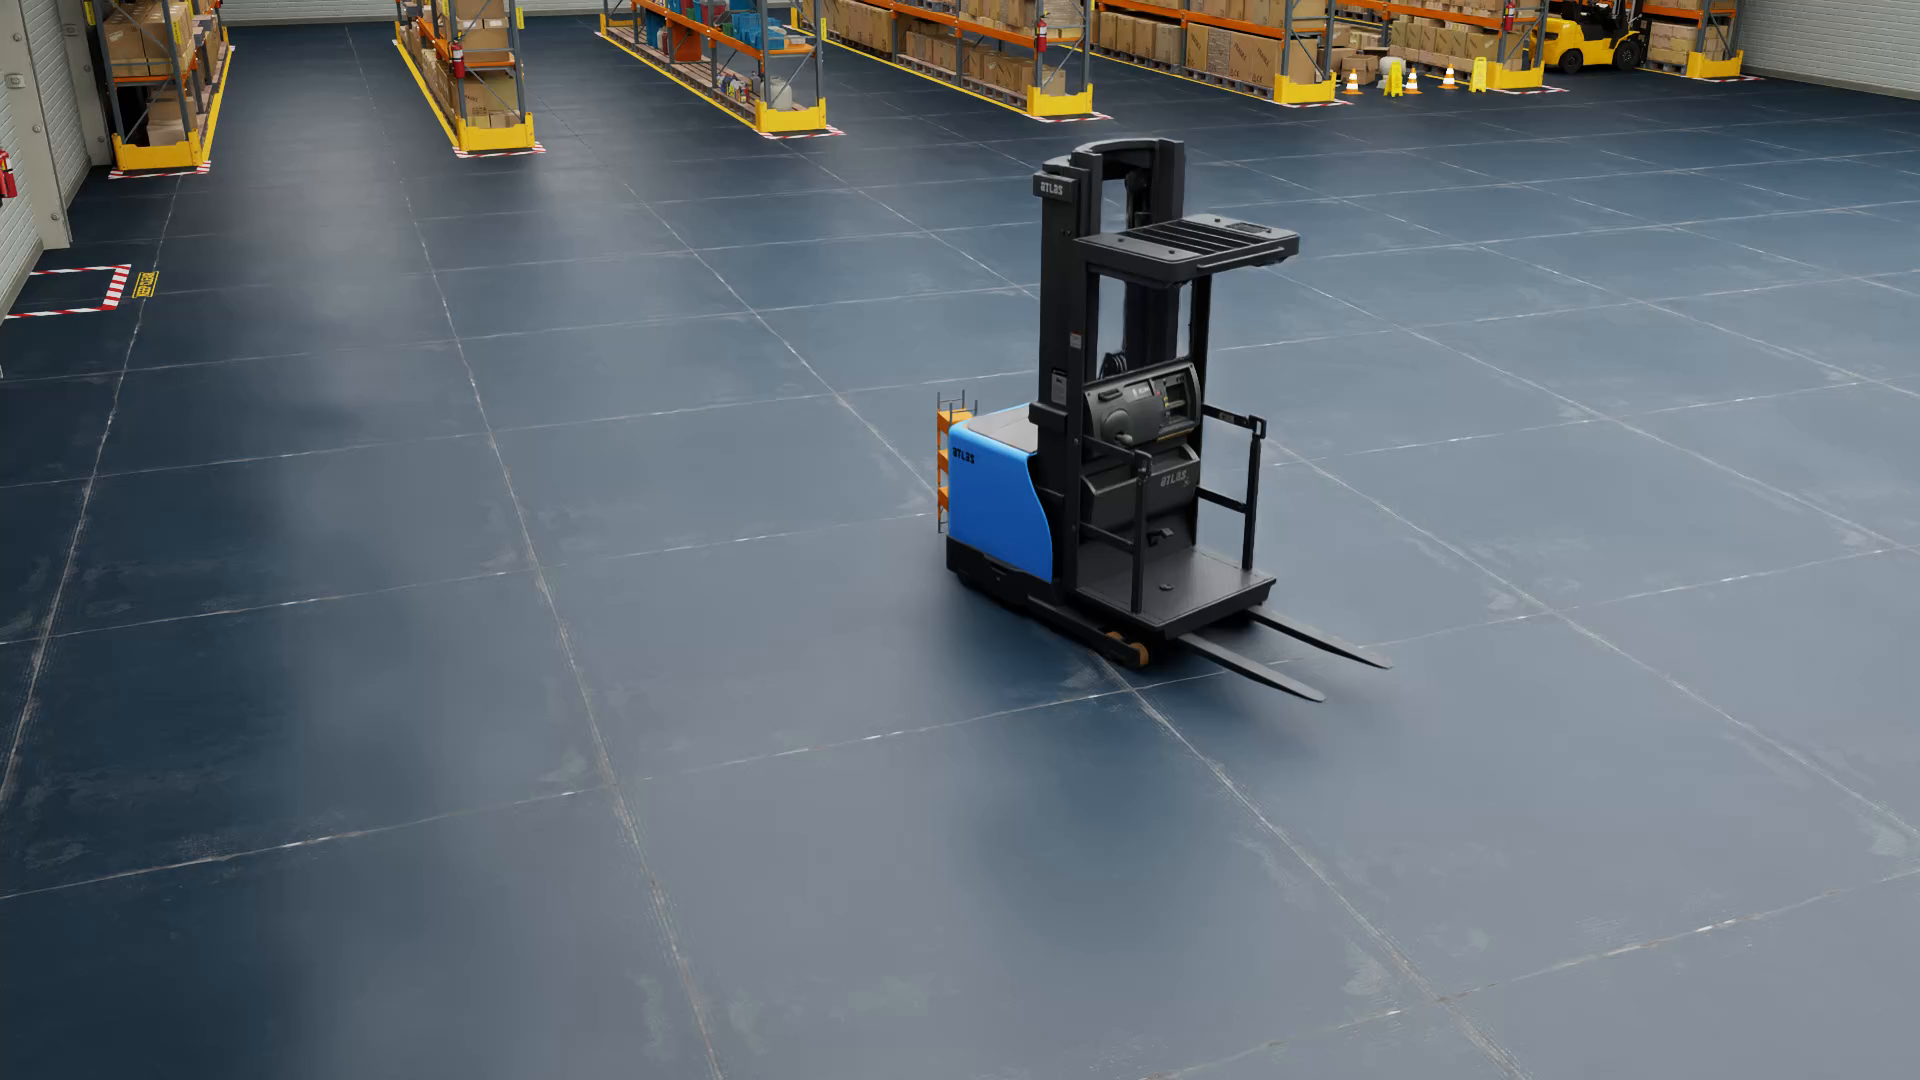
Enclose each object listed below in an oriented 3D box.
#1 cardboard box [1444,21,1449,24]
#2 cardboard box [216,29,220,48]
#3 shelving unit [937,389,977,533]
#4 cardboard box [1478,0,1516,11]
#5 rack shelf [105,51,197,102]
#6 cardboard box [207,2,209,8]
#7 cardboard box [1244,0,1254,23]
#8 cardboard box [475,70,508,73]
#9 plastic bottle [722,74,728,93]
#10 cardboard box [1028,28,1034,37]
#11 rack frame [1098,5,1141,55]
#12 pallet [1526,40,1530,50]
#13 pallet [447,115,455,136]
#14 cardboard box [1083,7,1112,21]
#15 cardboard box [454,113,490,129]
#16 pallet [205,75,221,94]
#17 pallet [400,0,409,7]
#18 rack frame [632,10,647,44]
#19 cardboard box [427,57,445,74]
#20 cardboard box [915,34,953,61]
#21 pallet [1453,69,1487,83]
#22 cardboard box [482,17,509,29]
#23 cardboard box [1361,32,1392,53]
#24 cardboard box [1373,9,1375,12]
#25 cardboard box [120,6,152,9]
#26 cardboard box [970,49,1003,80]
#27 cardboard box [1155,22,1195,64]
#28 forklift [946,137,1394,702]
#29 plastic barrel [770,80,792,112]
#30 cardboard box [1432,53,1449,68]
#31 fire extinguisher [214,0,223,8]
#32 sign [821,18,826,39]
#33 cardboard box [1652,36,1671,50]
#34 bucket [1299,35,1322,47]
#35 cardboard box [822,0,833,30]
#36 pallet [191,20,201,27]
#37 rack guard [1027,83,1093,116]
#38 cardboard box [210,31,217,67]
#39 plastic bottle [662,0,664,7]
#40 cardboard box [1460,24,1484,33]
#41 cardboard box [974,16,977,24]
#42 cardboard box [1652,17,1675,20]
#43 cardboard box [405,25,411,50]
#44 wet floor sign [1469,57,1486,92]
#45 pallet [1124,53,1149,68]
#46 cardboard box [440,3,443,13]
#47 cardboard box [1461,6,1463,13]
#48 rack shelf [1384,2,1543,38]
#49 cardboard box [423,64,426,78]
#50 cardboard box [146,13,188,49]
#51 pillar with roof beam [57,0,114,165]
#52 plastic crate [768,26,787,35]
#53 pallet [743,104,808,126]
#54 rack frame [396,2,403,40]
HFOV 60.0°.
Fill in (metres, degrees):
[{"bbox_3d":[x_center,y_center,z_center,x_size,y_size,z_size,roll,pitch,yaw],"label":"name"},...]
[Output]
[{"bbox_3d":[10.323,-10.783,35.505,0.500,0.500,0.500,-8,24,-18],"label":"cardboard box"},{"bbox_3d":[-17.035,-11.272,37.309,0.700,0.500,0.500,-9,25,-21],"label":"cardboard box"},{"bbox_3d":[-0.019,-0.503,11.592,0.215,1.050,0.252,-8,24,-19],"label":"shelving unit"},{"bbox_3d":[10.645,-10.763,32.912,0.500,0.500,0.500,-9,24,-20],"label":"cardboard box"},{"bbox_3d":[-12.785,-7.417,26.411,1.077,0.370,4.000,-8,24,-19],"label":"rack shelf"},{"bbox_3d":[-15.822,-11.103,34.528,0.380,0.149,0.250,-8,24,-18],"label":"cardboard box"},{"bbox_3d":[6.031,-10.320,32.179,0.875,0.550,0.550,-8,24,-19],"label":"cardboard box"},{"bbox_3d":[-7.954,-7.745,28.299,0.500,0.500,0.500,-8,24,-19],"label":"cardboard box"},{"bbox_3d":[-4.326,-8.466,30.819,0.144,0.351,0.185,-8,24,-18],"label":"plastic bottle"},{"bbox_3d":[1.442,-9.111,29.828,0.380,0.149,0.250,-8,24,-19],"label":"cardboard box"},{"bbox_3d":[3.673,-12.611,37.809,1.000,3.000,0.127,-8,24,-19],"label":"rack frame"},{"bbox_3d":[14.027,-11.533,38.842,1.003,0.211,1.213,-8,24,-19],"label":"pallet"},{"bbox_3d":[-8.182,-7.132,28.400,1.003,0.211,1.213,-8,24,-19],"label":"pallet"},{"bbox_3d":[3.186,-12.211,38.571,0.500,0.250,0.500,-9,24,-20],"label":"cardboard box"},{"bbox_3d":[-7.911,-6.783,26.982,0.500,0.250,0.500,-8,24,-19],"label":"cardboard box"},{"bbox_3d":[-15.113,-8.940,32.690,1.003,0.211,1.213,-8,24,-19],"label":"pallet"},{"bbox_3d":[-11.505,-11.669,35.821,1.003,0.211,1.213,-8,24,-19],"label":"pallet"},{"bbox_3d":[-7.049,-12.741,38.117,1.000,3.000,0.127,-8,24,-19],"label":"rack frame"},{"bbox_3d":[-9.808,-9.002,31.523,0.500,0.311,0.500,-9,24,-20],"label":"cardboard box"},{"bbox_3d":[-0.539,-10.578,35.636,0.700,0.500,0.500,-10,25,-23],"label":"cardboard box"},{"bbox_3d":[10.814,-9.463,33.930,1.003,0.211,1.213,-8,24,-19],"label":"pallet"},{"bbox_3d":[-7.383,-8.220,26.426,0.380,0.149,0.250,-9,24,-19],"label":"cardboard box"},{"bbox_3d":[9.494,-11.046,36.939,0.950,0.372,0.625,-8,24,-18],"label":"cardboard box"},{"bbox_3d":[11.485,-14.690,45.662,0.500,0.311,0.500,-7,24,-17],"label":"cardboard box"},{"bbox_3d":[-13.342,-8.373,26.955,0.500,0.500,0.500,-8,24,-19],"label":"cardboard box"},{"bbox_3d":[0.514,-9.405,32.879,0.500,0.500,0.500,-9,25,-21],"label":"cardboard box"},{"bbox_3d":[4.783,-10.528,35.222,1.050,0.750,0.750,-8,24,-19],"label":"cardboard box"},{"bbox_3d":[1.244,-0.794,9.861,1.130,2.935,3.031,-18,29,-37],"label":"forklift"},{"bbox_3d":[-3.114,-7.657,28.716,0.421,0.512,0.421,0,23,0],"label":"plastic barrel"},{"bbox_3d":[10.191,-9.982,34.571,0.500,0.250,0.500,-9,25,-21],"label":"cardboard box"},{"bbox_3d":[-17.352,-12.746,38.708,0.296,0.674,0.183,-8,24,-19],"label":"fire extinguisher"},{"bbox_3d":[-2.294,-8.582,27.894,0.100,0.325,0.005,-8,24,-19],"label":"sign"},{"bbox_3d":[15.105,-10.577,35.339,0.500,0.250,0.500,-9,24,-20],"label":"cardboard box"},{"bbox_3d":[7.291,-10.617,35.334,0.726,0.611,0.620,0,13,-1],"label":"bucket"},{"bbox_3d":[-2.892,-13.213,41.432,0.875,0.875,0.875,-8,24,-19],"label":"cardboard box"},{"bbox_3d":[-14.167,-9.126,29.788,1.003,0.211,1.213,-8,24,-19],"label":"pallet"},{"bbox_3d":[1.796,-7.936,29.936,1.175,0.500,0.348,-8,24,-19],"label":"rack guard"},{"bbox_3d":[-15.650,-10.044,33.945,0.750,0.750,0.750,-8,24,-17],"label":"cardboard box"},{"bbox_3d":[-6.260,-11.406,35.100,0.061,0.283,0.133,-8,24,-19],"label":"plastic bottle"},{"bbox_3d":[10.375,-10.371,33.692,0.380,0.149,0.250,-8,24,-17],"label":"cardboard box"},{"bbox_3d":[0.492,-10.010,31.960,0.380,0.149,0.250,-8,24,-19],"label":"cardboard box"},{"bbox_3d":[15.223,-11.242,36.272,0.500,0.250,0.500,-9,24,-20],"label":"cardboard box"},{"bbox_3d":[-12.151,-11.282,37.307,0.500,0.500,0.500,-8,24,-19],"label":"cardboard box"},{"bbox_3d":[10.160,-9.119,32.556,0.267,0.644,0.232,0,23,-1],"label":"wet floor sign"},{"bbox_3d":[4.308,-10.587,36.596,1.003,0.211,1.213,-8,24,-19],"label":"pallet"},{"bbox_3d":[-8.763,-9.192,28.733,0.380,0.149,0.250,-9,24,-20],"label":"cardboard box"},{"bbox_3d":[10.420,-10.786,33.801,0.380,0.149,0.250,-8,24,-18],"label":"cardboard box"},{"bbox_3d":[10.388,-10.815,34.475,1.077,0.370,4.000,-8,24,-19],"label":"rack shelf"},{"bbox_3d":[-10.361,-9.305,32.965,0.500,0.250,0.500,-8,24,-19],"label":"cardboard box"},{"bbox_3d":[-12.308,-7.892,25.813,0.500,0.500,0.500,-9,25,-21],"label":"cardboard box"},{"bbox_3d":[-9.108,-10.512,25.105,9.100,9.000,0.400,-8,24,-19],"label":"pillar with roof beam"},{"bbox_3d":[-3.413,-9.158,29.955,0.530,0.136,0.437,-8,24,-19],"label":"plastic crate"},{"bbox_3d":[-3.163,-7.413,29.066,1.003,0.211,1.213,-8,24,-19],"label":"pallet"},{"bbox_3d":[-13.098,-13.516,39.956,1.000,3.000,0.127,-8,24,-19],"label":"rack frame"}]
